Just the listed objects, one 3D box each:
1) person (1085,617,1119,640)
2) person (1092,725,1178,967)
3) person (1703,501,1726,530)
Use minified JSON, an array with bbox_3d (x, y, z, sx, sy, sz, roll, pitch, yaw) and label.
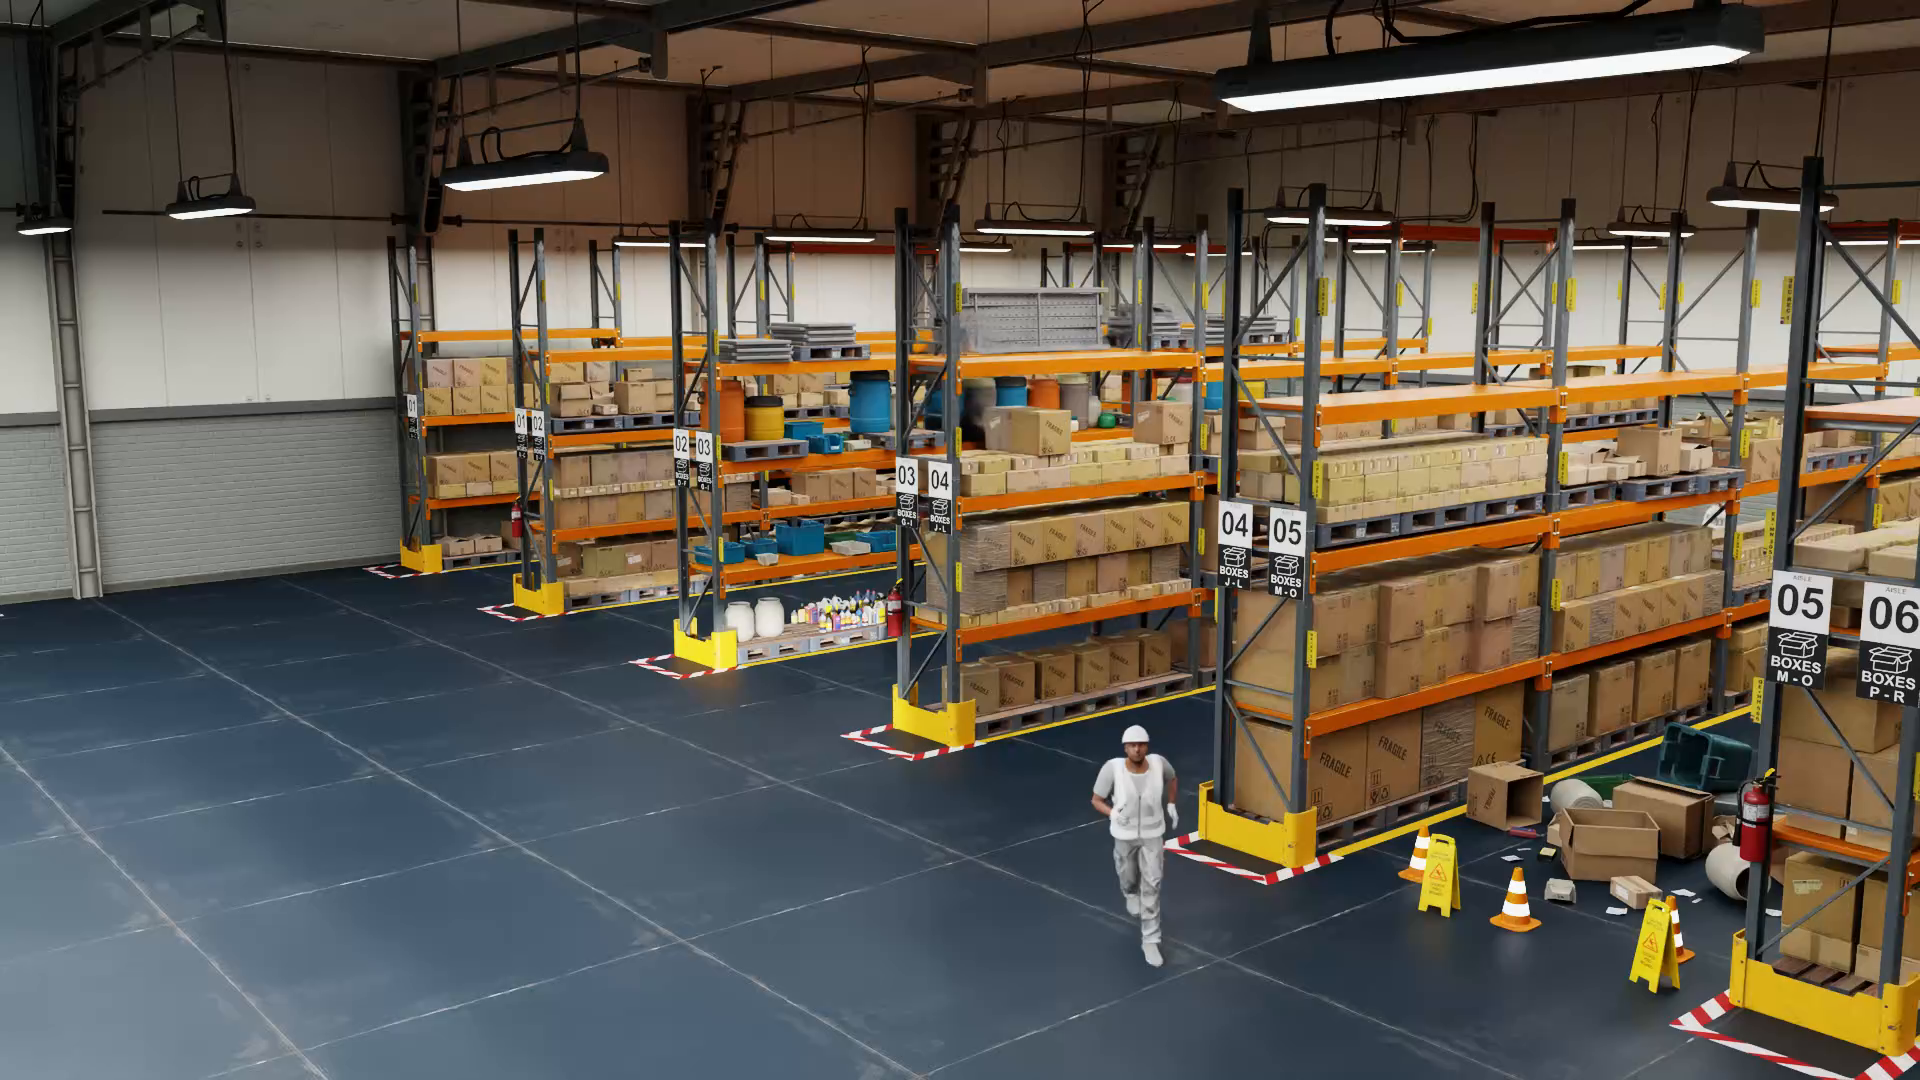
[{"bbox_3d":[2.002,0.545,22.972,0.706,1.697,0.683,-7,11,-38],"label":"person"},{"bbox_3d":[1.371,2.311,13.034,0.690,1.806,0.949,0,9,1],"label":"person"},{"bbox_3d":[13.176,-0.054,28.785,0.669,1.639,0.775,-1,9,-7],"label":"person"}]
